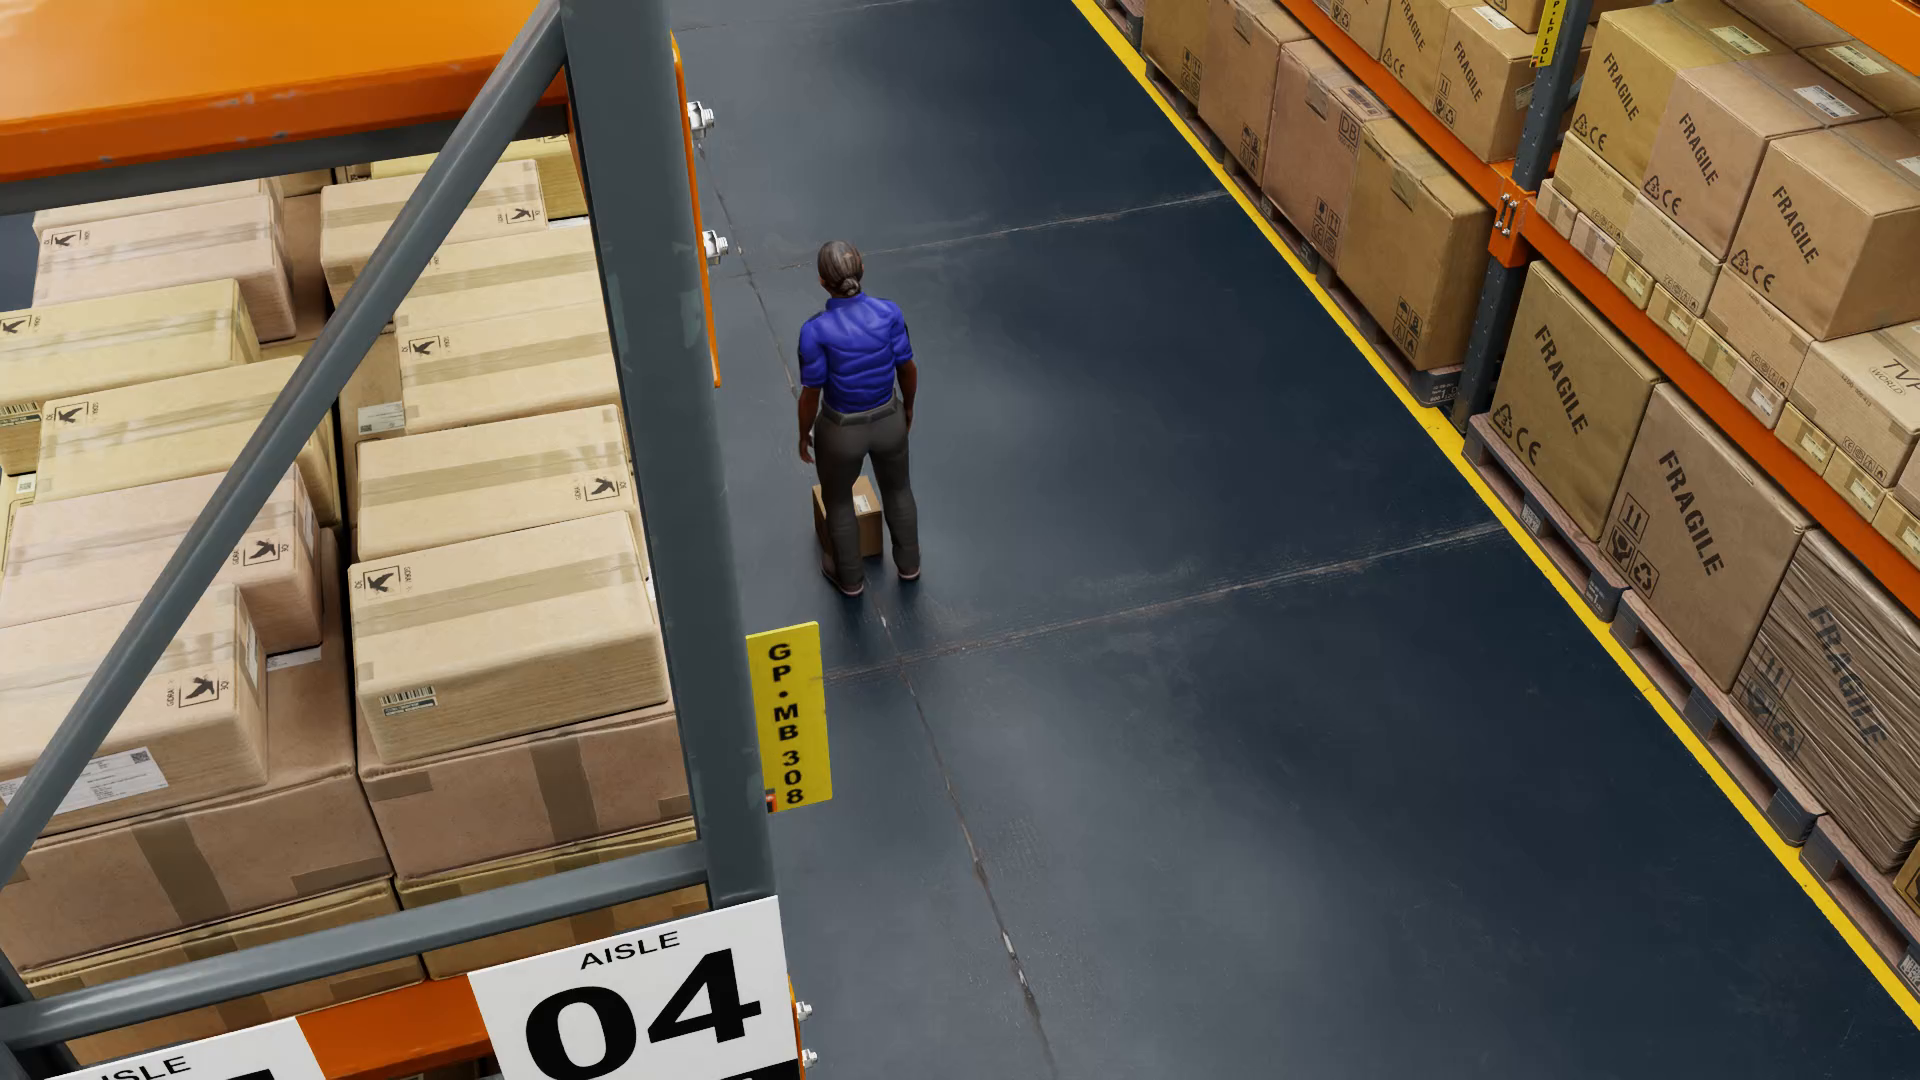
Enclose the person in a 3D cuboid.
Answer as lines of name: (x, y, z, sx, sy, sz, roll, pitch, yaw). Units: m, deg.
person: (-0.396, -0.464, 6.670, 0.533, 1.655, 0.347, -16, 45, -17)
